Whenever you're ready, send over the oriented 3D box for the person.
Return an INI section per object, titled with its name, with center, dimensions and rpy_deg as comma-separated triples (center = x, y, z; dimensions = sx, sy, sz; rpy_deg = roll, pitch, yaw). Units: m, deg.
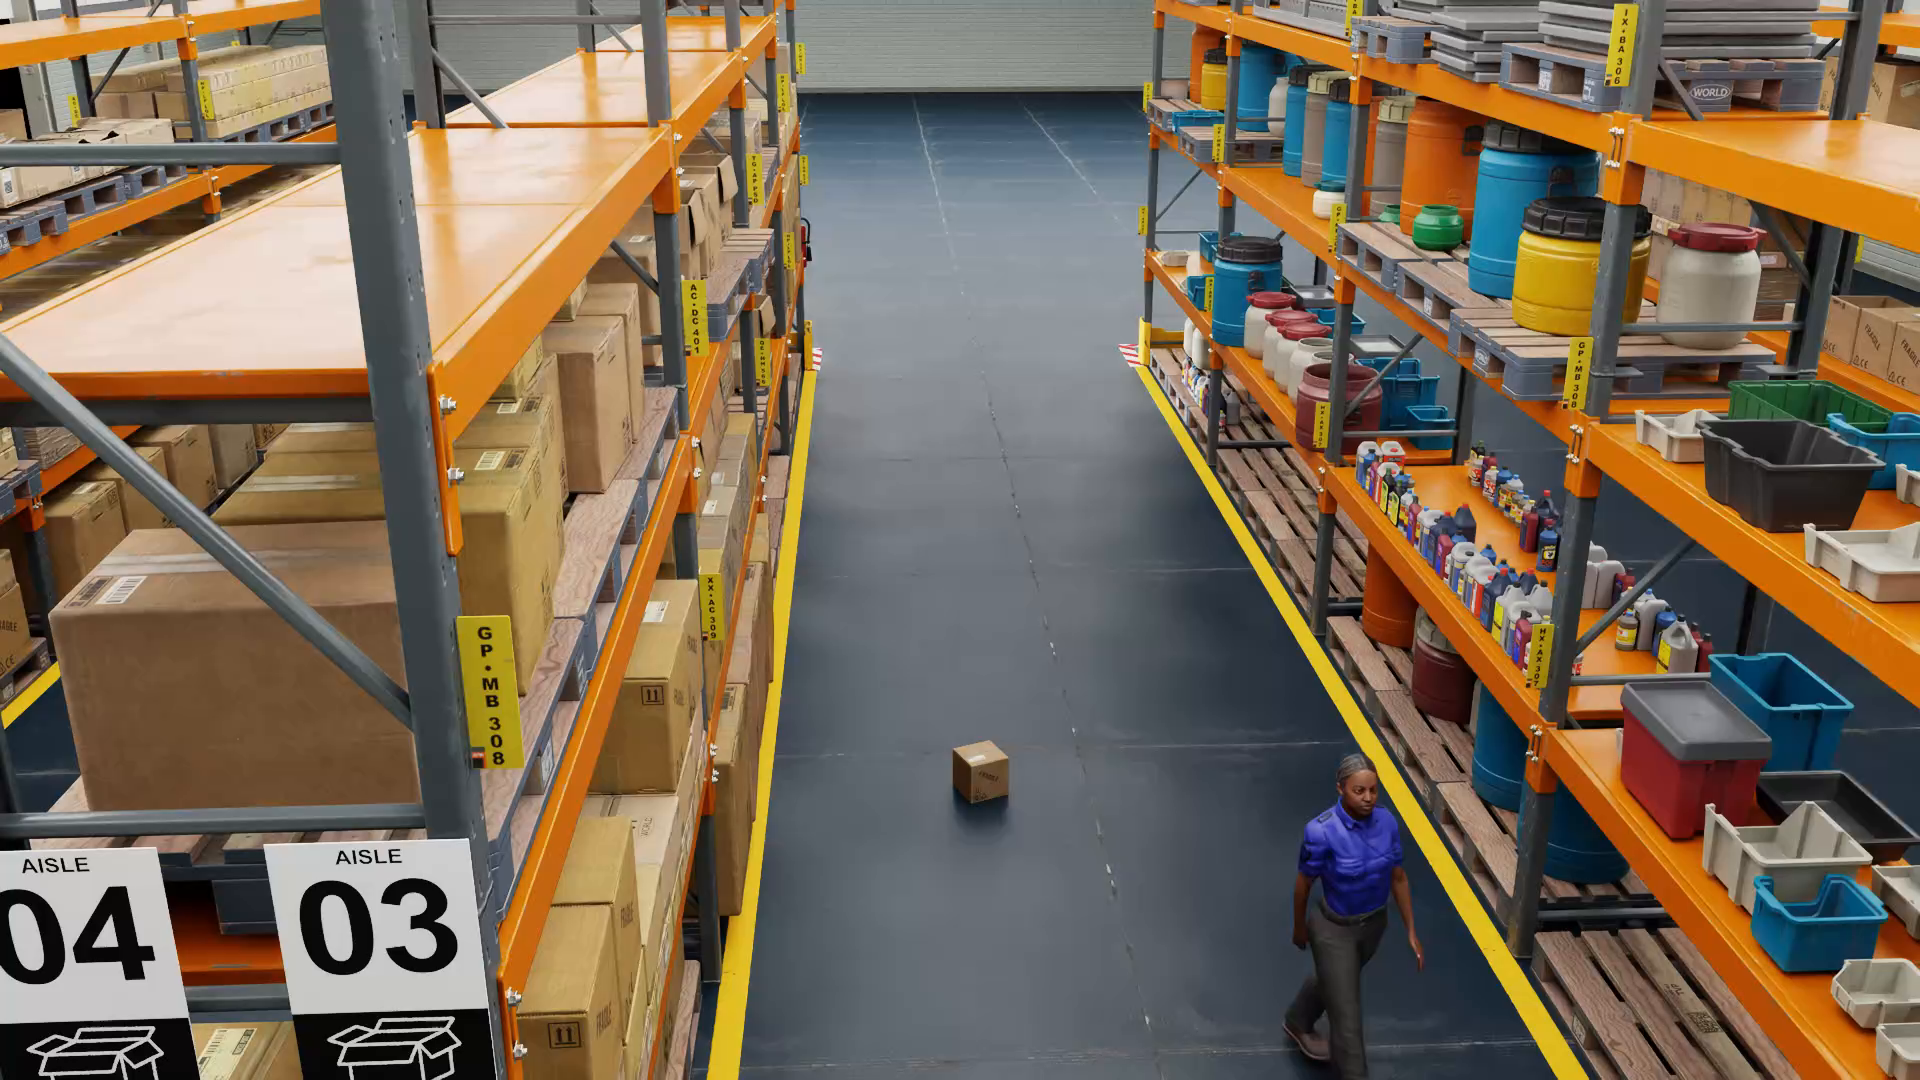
[person]
center = 1.714, 1.681, 7.058
dimensions = 0.450, 1.600, 0.968
rpy_deg = -10, 23, -24
